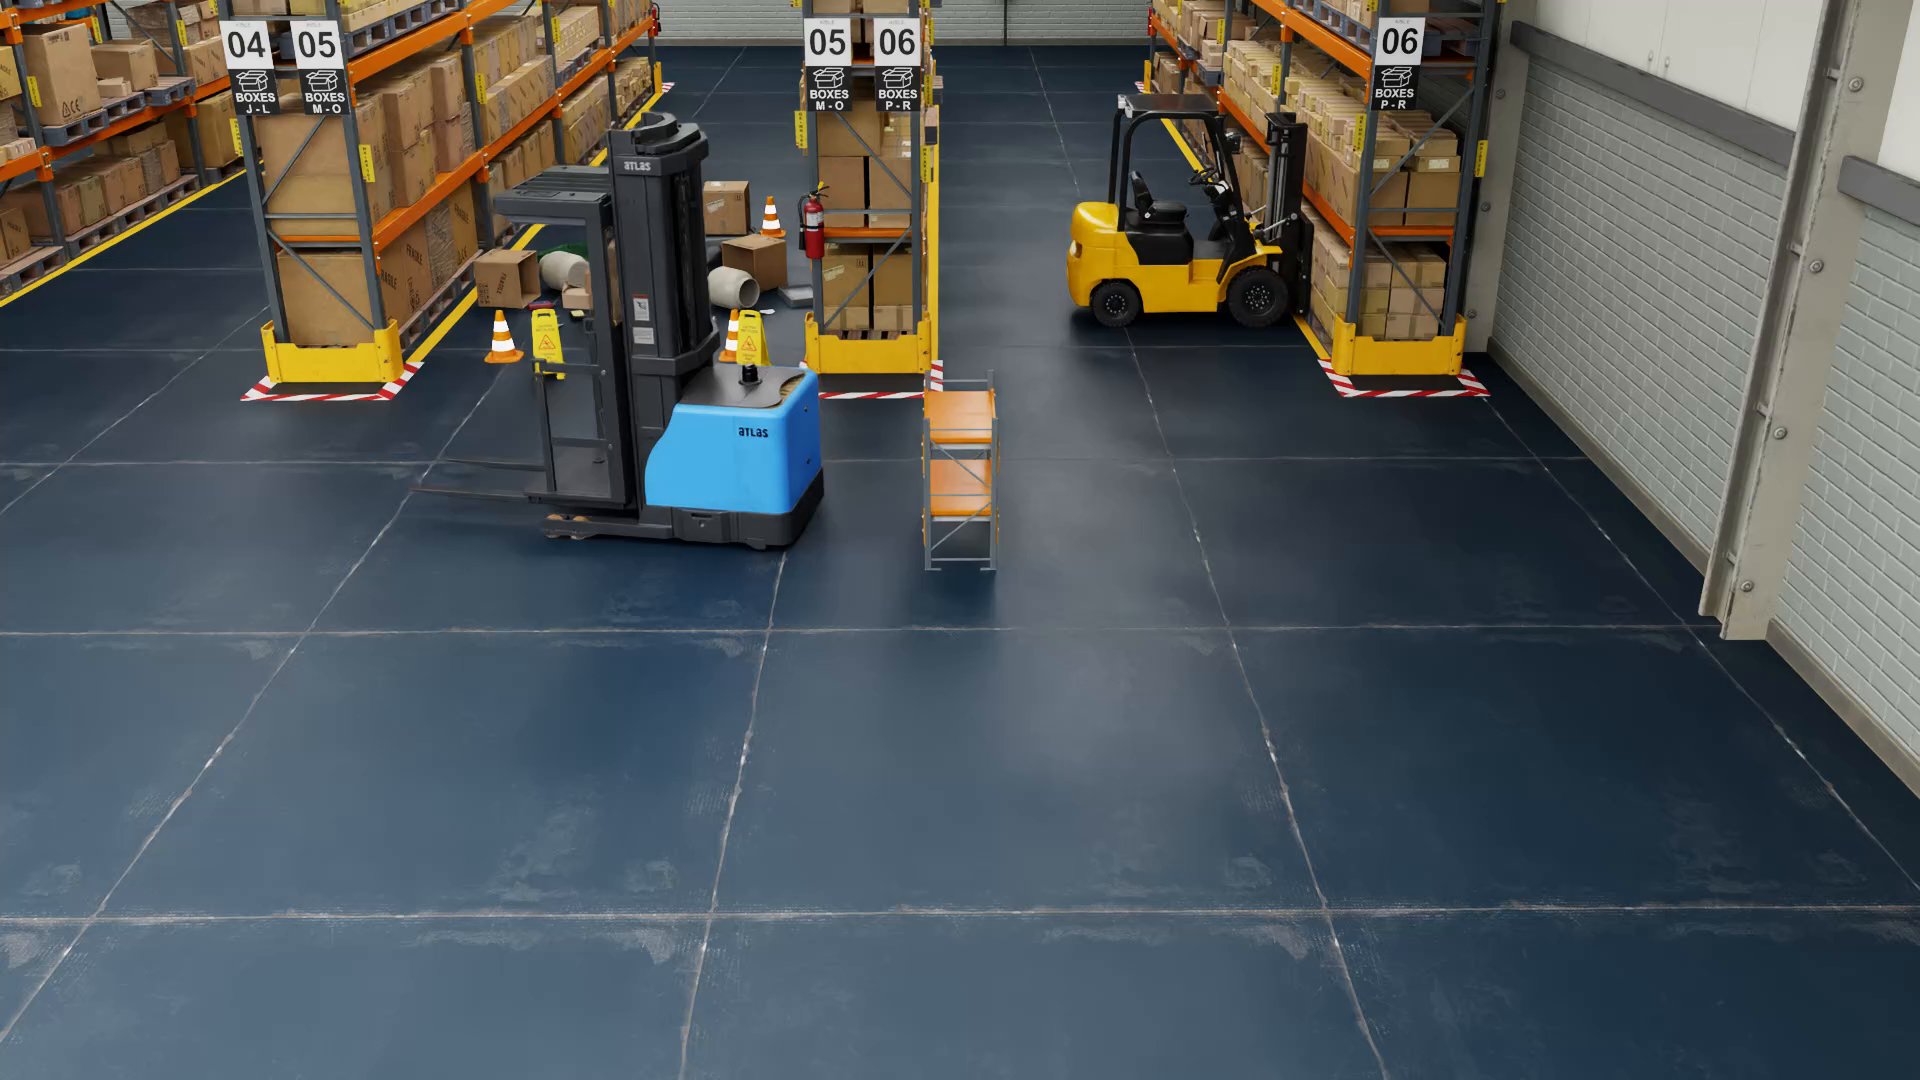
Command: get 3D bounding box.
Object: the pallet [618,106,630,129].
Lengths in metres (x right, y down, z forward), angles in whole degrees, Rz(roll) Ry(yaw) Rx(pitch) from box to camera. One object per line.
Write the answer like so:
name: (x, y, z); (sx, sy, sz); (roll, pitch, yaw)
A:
pallet: (-5.976, -6.852, 27.027); (1.003, 0.211, 1.213); (0, 24, -1)

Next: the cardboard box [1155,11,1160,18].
cardboard box: (3.664, -9.331, 29.429); (0.380, 0.149, 0.250); (0, 24, -1)

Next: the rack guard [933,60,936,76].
rack guard: (-1.029, -8.429, 30.163); (1.175, 0.500, 0.348); (0, 24, -1)

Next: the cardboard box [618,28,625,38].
cardboard box: (-5.677, -8.282, 27.109); (0.380, 0.149, 0.250); (0, 24, 0)

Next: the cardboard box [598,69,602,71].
cardboard box: (-6.277, -7.898, 28.184); (0.380, 0.149, 0.250); (0, 24, 0)

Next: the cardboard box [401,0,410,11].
cardboard box: (-5.503, -5.158, 15.932); (0.380, 0.149, 0.250); (0, 24, 0)

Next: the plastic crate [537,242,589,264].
plastic crate: (-4.535, -3.229, 18.974); (0.450, 0.188, 0.662); (3, 22, 31)

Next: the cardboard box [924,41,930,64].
cardboard box: (-0.630, -5.802, 20.330); (0.500, 0.500, 0.500); (-1, 24, -3)

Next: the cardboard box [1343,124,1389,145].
cardboard box: (3.831, -3.821, 15.673); (0.380, 0.149, 0.250); (0, 24, 1)

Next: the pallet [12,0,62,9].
pallet: (-10.707, -6.105, 18.579); (1.213, 0.211, 1.003); (0, 24, -1)

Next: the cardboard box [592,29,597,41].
cardboard box: (-5.728, -7.653, 25.209); (0.380, 0.149, 0.250); (0, 24, 0)

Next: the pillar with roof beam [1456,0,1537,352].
pillar with roof beam: (0.698, -5.994, 14.466); (9.100, 9.000, 0.400); (0, 24, -1)

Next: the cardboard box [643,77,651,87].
cardboard box: (-5.659, -8.065, 29.275); (0.380, 0.149, 0.250); (0, 24, 1)

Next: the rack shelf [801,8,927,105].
rack shelf: (-0.876, -4.828, 16.401); (1.077, 0.370, 4.000); (0, 24, -1)

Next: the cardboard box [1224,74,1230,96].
cardboard box: (3.782, -6.033, 22.015); (0.500, 0.250, 0.500); (0, 24, 0)

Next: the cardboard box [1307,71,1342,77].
cardboard box: (4.300, -5.443, 19.619); (0.380, 0.149, 0.250); (0, 24, -1)

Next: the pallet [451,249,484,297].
pallet: (-5.916, -2.965, 18.433); (1.003, 0.211, 1.213); (0, 24, -1)

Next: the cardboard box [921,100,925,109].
cardboard box: (-0.632, -4.400, 17.740); (0.500, 0.500, 0.500); (1, 24, 1)

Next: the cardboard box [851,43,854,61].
cardboard box: (-1.138, -4.363, 14.805); (0.380, 0.149, 0.250); (0, 24, 0)

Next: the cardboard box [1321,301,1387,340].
cardboard box: (3.788, -2.120, 16.007); (0.500, 0.250, 0.500); (0, 24, 0)

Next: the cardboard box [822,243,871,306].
cardboard box: (-1.124, -2.574, 16.102); (0.500, 0.500, 0.500); (0, 24, 0)

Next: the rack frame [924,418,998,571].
rack frame: (0.005, -0.306, 11.445); (0.500, 1.125, 0.032); (0, 24, -1)

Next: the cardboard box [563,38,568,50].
cardboard box: (-5.709, -6.936, 23.263); (0.380, 0.149, 0.250); (0, 24, 0)

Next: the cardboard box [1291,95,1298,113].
cardboard box: (3.810, -4.739, 18.063); (0.380, 0.149, 0.250); (0, 24, 1)

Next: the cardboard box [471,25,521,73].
cardboard box: (-5.880, -6.094, 20.633); (0.700, 0.500, 0.500); (-1, 24, -1)

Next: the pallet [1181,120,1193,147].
pallet: (4.025, -6.328, 25.869); (1.003, 0.211, 1.213); (0, 24, -1)

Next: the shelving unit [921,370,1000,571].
shelving unit: (0.000, -0.515, 11.908); (0.538, 1.125, 1.048); (0, 24, -1)

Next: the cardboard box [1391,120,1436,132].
cardboard box: (4.345, -3.924, 15.899); (0.380, 0.149, 0.250); (0, 24, 0)

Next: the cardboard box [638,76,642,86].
cardboard box: (-5.660, -7.878, 28.502); (0.380, 0.149, 0.250); (0, 24, 0)

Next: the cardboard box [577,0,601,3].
cardboard box: (-5.695, -8.670, 25.966); (0.500, 0.500, 0.500); (0, 24, 1)

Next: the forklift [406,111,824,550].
forklift: (-2.606, -1.546, 11.995); (3.031, 2.935, 1.130); (4, 25, 9)

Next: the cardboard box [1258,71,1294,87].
cardboard box: (3.733, -5.433, 19.598); (0.380, 0.149, 0.250); (-1, 24, -2)

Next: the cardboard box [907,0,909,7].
cardboard box: (-0.614, -4.935, 15.102); (0.380, 0.149, 0.250); (0, 24, -1)

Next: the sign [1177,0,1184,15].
sign: (3.436, -8.322, 25.844); (0.100, 0.325, 0.005); (0, 24, -1)

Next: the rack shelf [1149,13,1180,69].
rack shelf: (3.956, -8.430, 28.005); (1.077, 0.370, 4.000); (0, 24, -1)

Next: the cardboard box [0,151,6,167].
cardboard box: (-10.461, -4.058, 17.771); (0.380, 0.149, 0.250); (0, 24, -1)

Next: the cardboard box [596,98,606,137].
cardboard box: (-5.669, -6.383, 25.130); (0.500, 0.500, 0.500); (-1, 24, -2)

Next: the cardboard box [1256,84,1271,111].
cardboard box: (3.792, -5.210, 19.587); (0.500, 0.250, 0.500); (-1, 24, -2)

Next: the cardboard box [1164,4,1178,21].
cardboard box: (3.712, -8.834, 27.846); (0.500, 0.250, 0.500); (-1, 24, -2)

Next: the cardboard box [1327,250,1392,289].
cardboard box: (3.792, -2.571, 15.792); (0.500, 0.250, 0.500); (1, 24, 1)

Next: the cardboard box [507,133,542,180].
cardboard box: (-5.960, -4.752, 21.221); (1.050, 0.750, 0.750); (0, 24, 0)

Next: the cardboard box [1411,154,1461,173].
cardboard box: (4.365, -3.471, 15.259); (0.380, 0.149, 0.250); (-1, 24, -2)

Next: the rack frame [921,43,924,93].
rack frame: (-0.898, -4.613, 18.693); (1.000, 3.000, 0.127); (0, 24, -1)

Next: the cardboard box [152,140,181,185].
cardboard box: (-10.824, -5.002, 22.053); (0.700, 0.500, 0.500); (-2, 24, -3)

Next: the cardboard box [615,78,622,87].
cardboard box: (-5.752, -7.477, 27.254); (0.380, 0.149, 0.250); (-1, 24, -2)

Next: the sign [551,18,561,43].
sign: (-5.335, -6.729, 21.966); (0.100, 0.325, 0.005); (0, 24, -1)

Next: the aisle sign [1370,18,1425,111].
aisle sign: (3.816, -4.145, 14.503); (0.394, 0.787, 0.004); (0, 24, -1)

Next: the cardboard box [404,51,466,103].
cardboard box: (-5.877, -4.957, 17.962); (0.875, 0.550, 0.550); (0, 24, -1)

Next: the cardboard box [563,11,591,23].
cardboard box: (-5.730, -7.812, 24.839); (0.380, 0.149, 0.250); (-1, 24, -2)

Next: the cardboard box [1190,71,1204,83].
cardboard box: (3.767, -7.161, 25.703); (0.380, 0.149, 0.250); (-1, 24, -3)

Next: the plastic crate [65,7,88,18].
plastic crate: (-15.700, -9.397, 29.156); (0.616, 0.435, 0.499); (0, 24, -1)

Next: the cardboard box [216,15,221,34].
cardboard box: (-10.861, -7.566, 23.883); (0.797, 0.503, 0.637); (1, 24, 1)

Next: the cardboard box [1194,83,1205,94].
cardboard box: (3.811, -6.913, 25.515); (0.380, 0.149, 0.250); (-1, 24, -3)
